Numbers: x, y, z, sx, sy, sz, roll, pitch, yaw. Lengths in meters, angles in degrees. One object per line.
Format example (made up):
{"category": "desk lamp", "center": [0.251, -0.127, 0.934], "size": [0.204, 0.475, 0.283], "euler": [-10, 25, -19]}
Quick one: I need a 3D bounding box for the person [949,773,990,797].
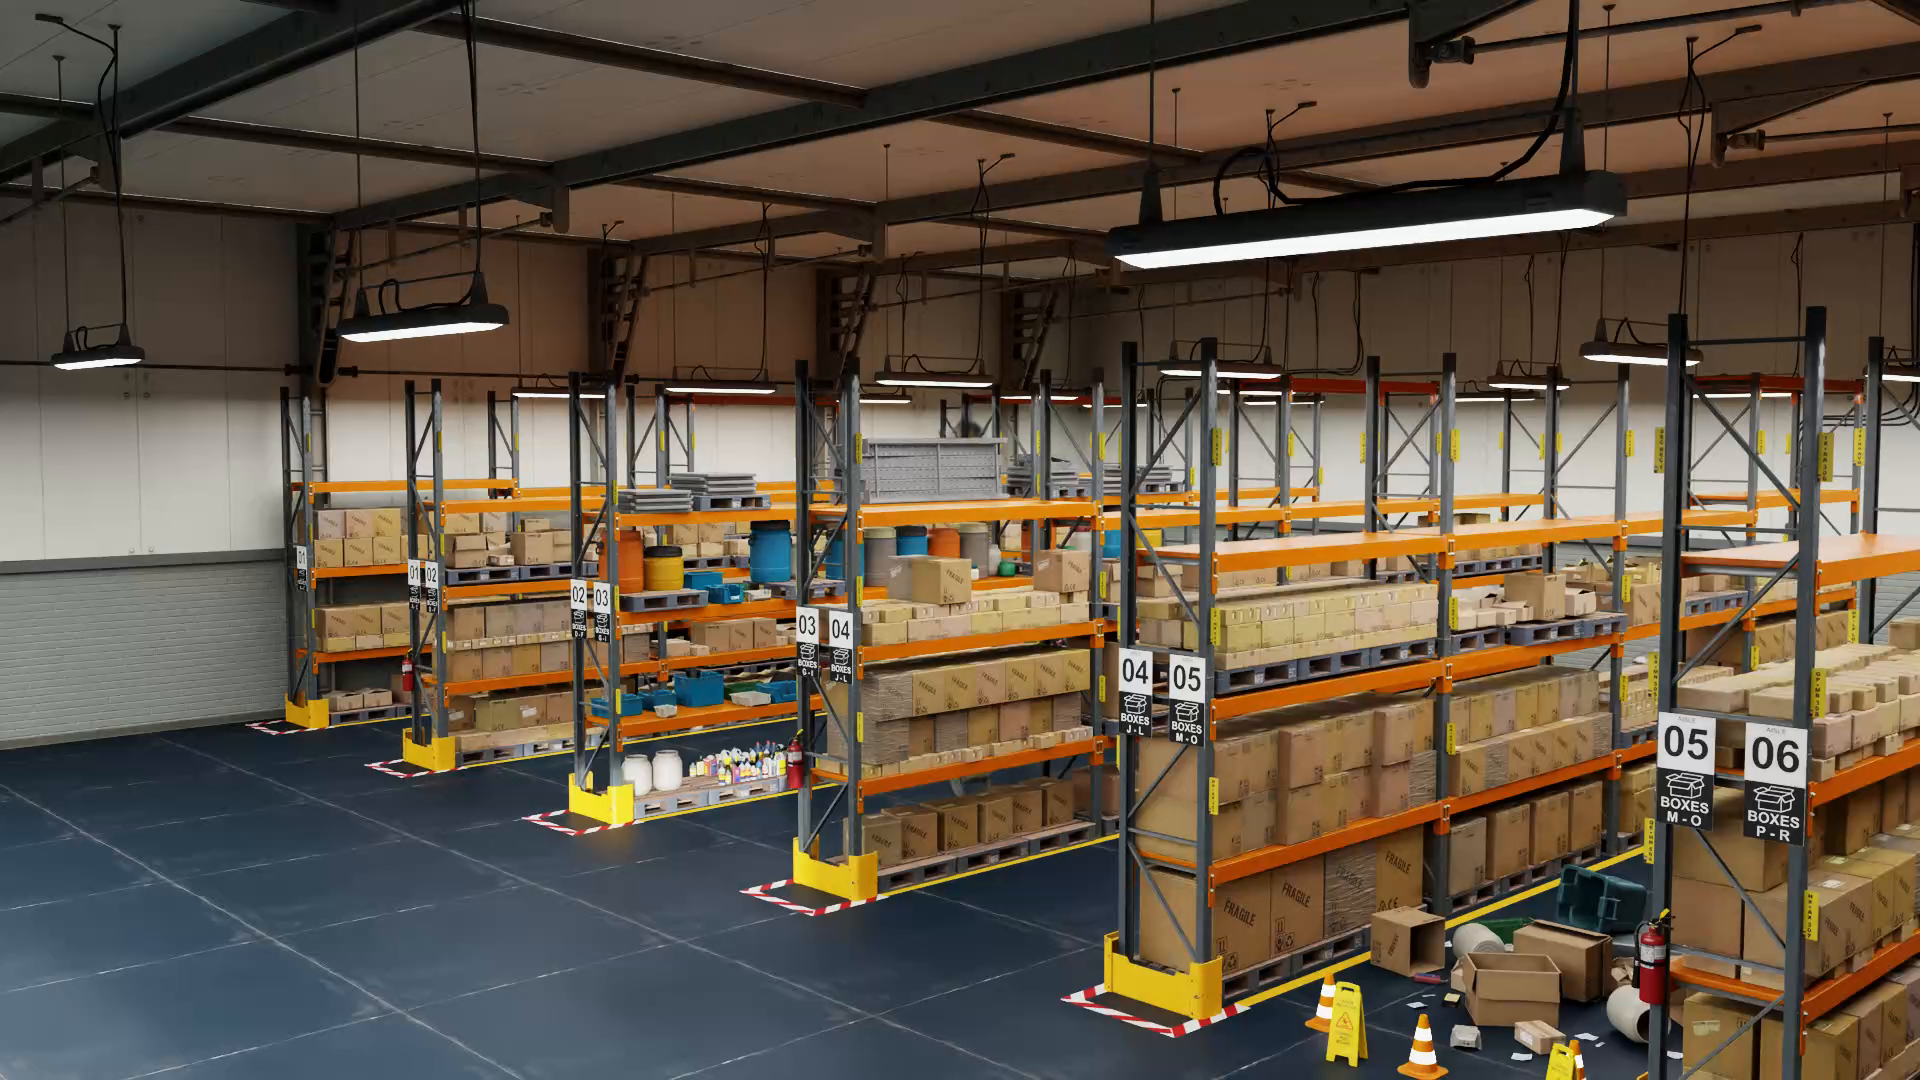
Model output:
{"category": "person", "center": [0.103, 2.897, 22.926], "size": [0.639, 1.639, 0.586], "euler": [3, 5, 42]}

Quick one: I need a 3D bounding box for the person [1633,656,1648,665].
{"category": "person", "center": [10.479, 2.658, 25.667], "size": [0.623, 1.731, 0.680], "euler": [-3, 5, -41]}
